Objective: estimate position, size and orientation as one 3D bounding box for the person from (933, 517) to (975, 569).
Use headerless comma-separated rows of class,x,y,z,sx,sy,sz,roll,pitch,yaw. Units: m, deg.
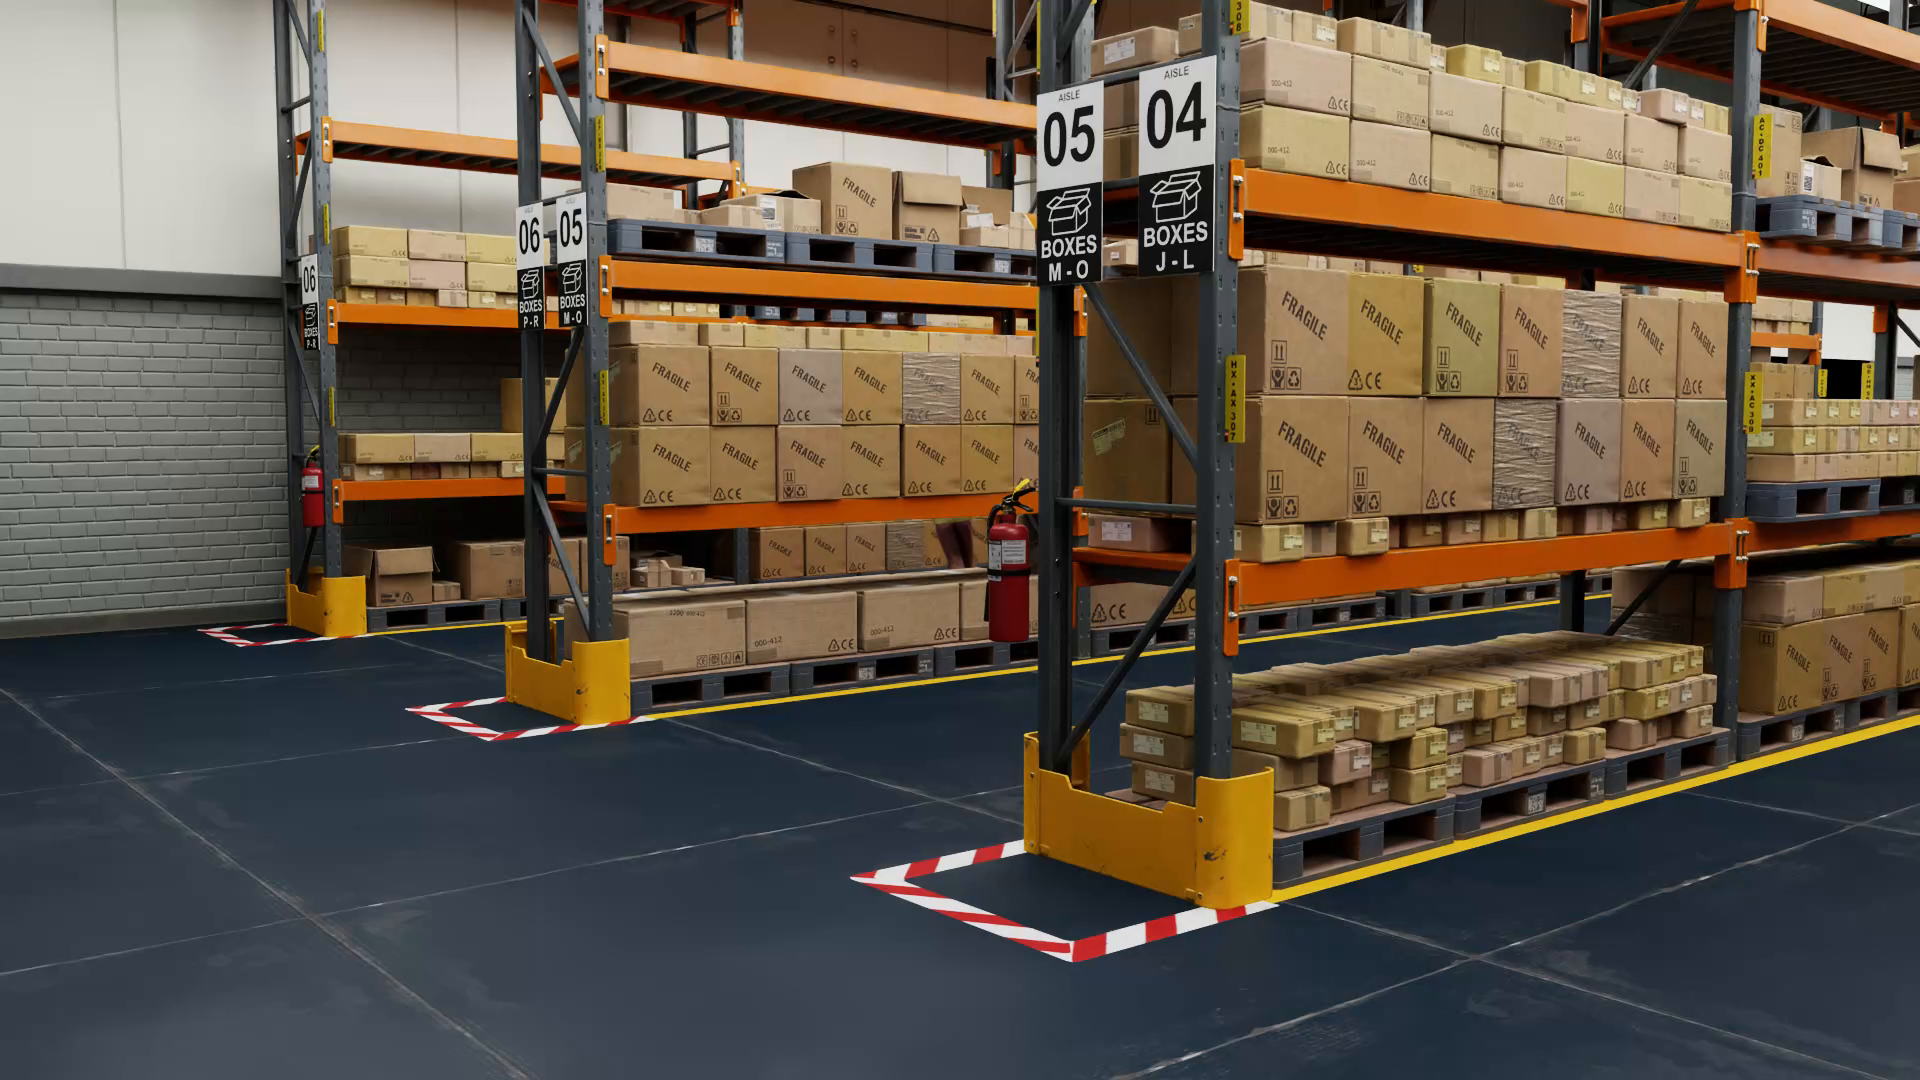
person,-0.084,-0.113,15.359,0.653,1.687,0.665,-1,4,-8
